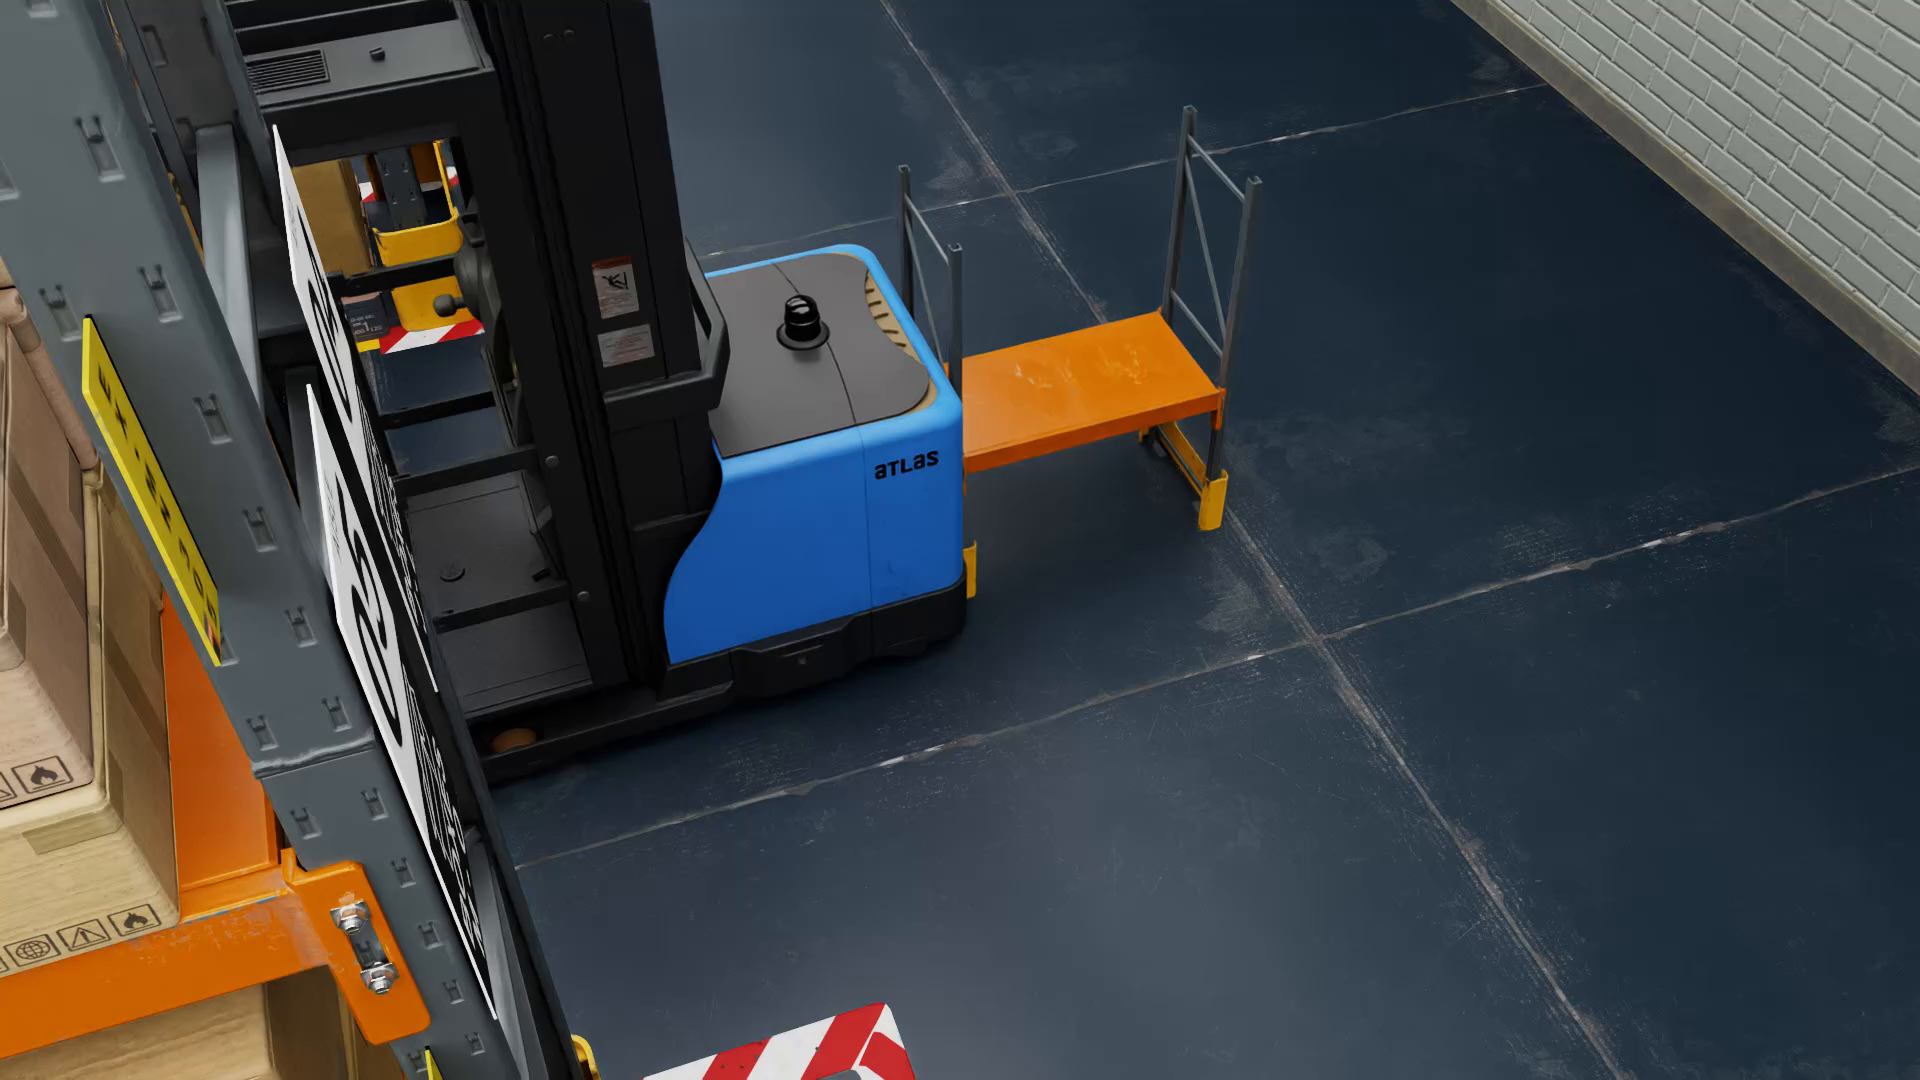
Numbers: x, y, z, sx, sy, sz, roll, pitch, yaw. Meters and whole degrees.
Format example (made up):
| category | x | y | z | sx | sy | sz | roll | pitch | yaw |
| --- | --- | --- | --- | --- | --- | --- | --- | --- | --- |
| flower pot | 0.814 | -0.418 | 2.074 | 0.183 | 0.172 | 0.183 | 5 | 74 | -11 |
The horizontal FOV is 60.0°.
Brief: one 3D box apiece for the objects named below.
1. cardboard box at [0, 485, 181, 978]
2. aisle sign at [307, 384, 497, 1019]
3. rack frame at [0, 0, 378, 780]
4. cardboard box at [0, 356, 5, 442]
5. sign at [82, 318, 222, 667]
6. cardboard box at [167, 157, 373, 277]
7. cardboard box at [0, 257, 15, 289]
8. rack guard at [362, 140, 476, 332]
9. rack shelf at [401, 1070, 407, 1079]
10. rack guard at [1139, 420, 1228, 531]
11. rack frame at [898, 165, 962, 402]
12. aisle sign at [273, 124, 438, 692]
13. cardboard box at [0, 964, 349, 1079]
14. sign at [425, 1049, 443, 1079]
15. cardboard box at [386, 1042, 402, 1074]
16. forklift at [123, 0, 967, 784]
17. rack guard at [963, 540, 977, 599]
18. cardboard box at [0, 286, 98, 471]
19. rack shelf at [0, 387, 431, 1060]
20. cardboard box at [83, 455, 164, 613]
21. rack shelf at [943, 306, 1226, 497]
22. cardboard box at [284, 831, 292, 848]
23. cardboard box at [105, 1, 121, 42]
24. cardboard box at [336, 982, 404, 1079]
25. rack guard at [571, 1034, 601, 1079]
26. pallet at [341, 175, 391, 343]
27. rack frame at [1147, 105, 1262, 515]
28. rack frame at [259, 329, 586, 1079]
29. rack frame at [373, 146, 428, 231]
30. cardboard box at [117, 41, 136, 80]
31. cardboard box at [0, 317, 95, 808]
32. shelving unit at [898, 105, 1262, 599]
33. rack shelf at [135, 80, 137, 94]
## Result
| category | x | y | z | sx | sy | sz | roll | pitch | yaw |
| --- | --- | --- | --- | --- | --- | --- | --- | --- | --- |
| cardboard box | -1.194 | 0.245 | 1.877 | 0.500 | 0.250 | 0.500 | -15 | 47 | -15 |
| aisle sign | -0.686 | 0.229 | 2.068 | 0.004 | 0.787 | 0.394 | -14 | 47 | -14 |
| rack frame | -0.856 | -1.153 | 1.046 | 0.127 | 3.000 | 1.000 | -14 | 47 | -14 |
| cardboard box | -1.069 | -0.083 | 1.568 | 0.250 | 0.149 | 0.380 | -15 | 47 | -14 |
| sign | -0.687 | -0.032 | 1.421 | 0.005 | 0.325 | 0.100 | -14 | 47 | -14 |
| cardboard box | -3.020 | -1.555 | 6.885 | 0.875 | 0.875 | 0.875 | -14 | 47 | -14 |
| cardboard box | -1.238 | -0.432 | 1.917 | 0.250 | 0.149 | 0.380 | -15 | 47 | -14 |
| rack guard | -2.423 | -1.487 | 7.379 | 0.348 | 0.500 | 1.175 | -14 | 47 | -14 |
| rack shelf | -2.737 | 1.700 | 2.946 | 4.000 | 0.370 | 1.077 | -14 | 47 | -14 |
| rack guard | 0.852 | -0.322 | 6.394 | 0.087 | 0.250 | 0.587 | -15 | 47 | -15 |
| rack frame | -0.096 | -0.506 | 5.695 | 0.032 | 1.500 | 0.500 | -15 | 47 | -15 |
| aisle sign | -0.889 | -0.170 | 2.466 | 0.004 | 0.787 | 0.394 | -14 | 47 | -14 |
| cardboard box | -1.202 | 0.747 | 2.401 | 0.500 | 0.500 | 0.500 | -15 | 47 | -15 |
| sign | -0.687 | 0.819 | 2.275 | 0.005 | 0.325 | 0.100 | -14 | 47 | -14 |
| cardboard box | -1.372 | 0.748 | 3.106 | 0.500 | 0.500 | 0.500 | -12 | 46 | -12 |
| forklift | -1.547 | -0.633 | 4.812 | 3.031 | 2.935 | 1.130 | -15 | 47 | -15 |
| rack guard | -0.078 | -0.070 | 6.143 | 0.087 | 0.250 | 0.587 | -15 | 47 | -15 |
| cardboard box | -1.367 | -0.283 | 2.049 | 0.500 | 0.250 | 0.500 | -14 | 47 | -13 |
| rack shelf | -2.737 | 0.641 | 1.884 | 4.000 | 0.370 | 1.077 | -14 | 47 | -14 |
| cardboard box | -1.365 | -0.103 | 2.223 | 0.500 | 0.250 | 0.500 | -13 | 46 | -12 |
| rack shelf | 0.378 | -0.508 | 5.951 | 1.000 | 0.185 | 0.538 | -15 | 47 | -15 |
| cardboard box | -1.369 | 0.403 | 2.744 | 0.500 | 0.500 | 0.500 | -15 | 47 | -14 |
| cardboard box | -3.288 | -2.001 | 6.022 | 0.500 | 0.250 | 0.500 | -15 | 47 | -15 |
| cardboard box | -1.191 | 1.104 | 2.751 | 0.500 | 0.500 | 0.500 | -13 | 47 | -13 |
| rack guard | -0.928 | 1.865 | 4.038 | 0.348 | 0.500 | 1.175 | -14 | 47 | -14 |
| pallet | -3.171 | -1.135 | 7.232 | 1.213 | 0.211 | 1.003 | -14 | 47 | -14 |
| rack frame | 0.853 | -0.763 | 5.952 | 0.032 | 1.500 | 0.500 | -15 | 47 | -15 |
| rack frame | -0.856 | 0.965 | 3.171 | 0.127 | 3.000 | 1.000 | -14 | 47 | -14 |
| rack frame | -2.445 | -2.364 | 6.488 | 0.127 | 3.000 | 1.000 | -14 | 47 | -14 |
| cardboard box | -3.150 | -1.847 | 6.150 | 0.250 | 0.149 | 0.380 | -14 | 47 | -14 |
| cardboard box | -1.203 | 0.063 | 1.705 | 0.500 | 0.250 | 0.500 | -16 | 47 | -15 |
| shelving unit | 0.387 | -0.637 | 5.826 | 1.083 | 1.500 | 0.587 | -15 | 47 | -15 |
| rack shelf | -4.326 | -1.629 | 6.264 | 4.000 | 0.370 | 1.077 | -14 | 47 | -14 |
